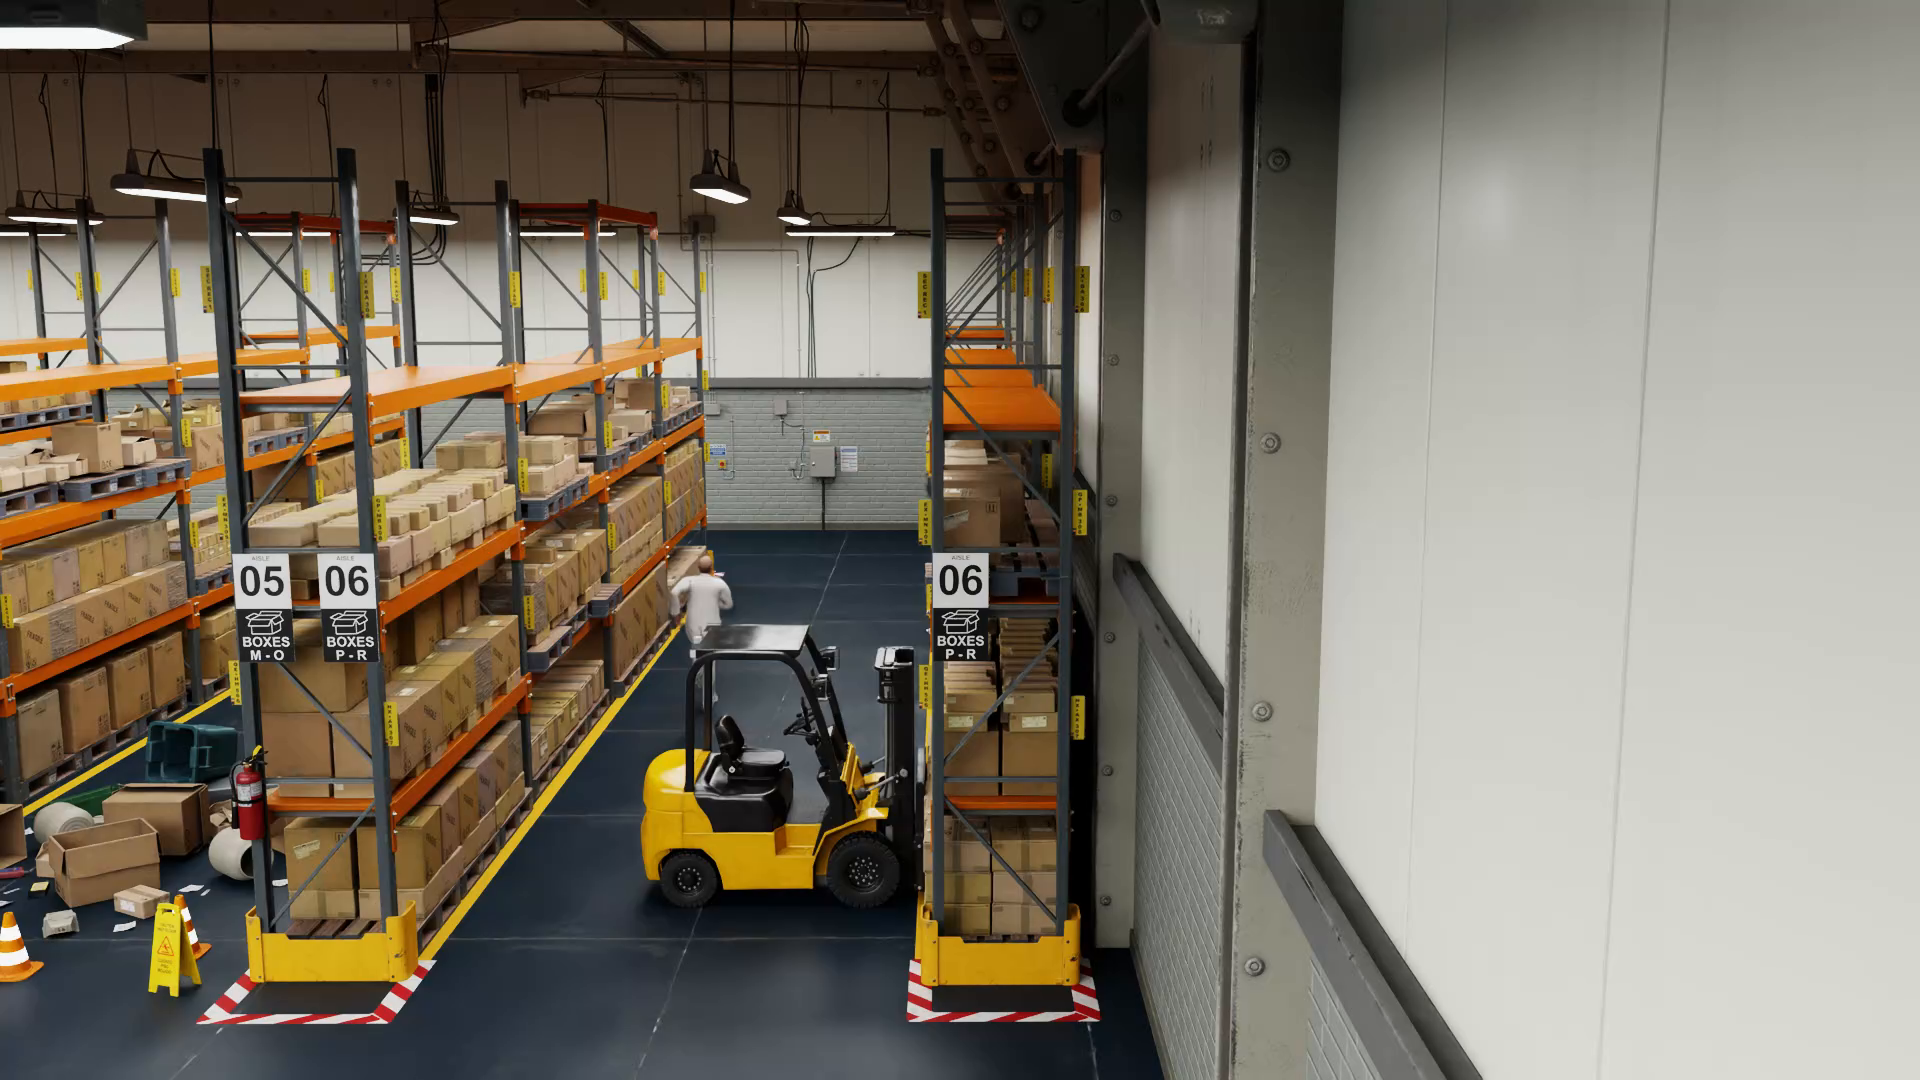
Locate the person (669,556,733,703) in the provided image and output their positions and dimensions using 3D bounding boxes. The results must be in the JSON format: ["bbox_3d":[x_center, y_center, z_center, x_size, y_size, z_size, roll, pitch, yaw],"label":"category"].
[{"bbox_3d":[-3.115,1.061,20.090,0.726,1.736,0.953,0,9,2],"label":"person"}]
